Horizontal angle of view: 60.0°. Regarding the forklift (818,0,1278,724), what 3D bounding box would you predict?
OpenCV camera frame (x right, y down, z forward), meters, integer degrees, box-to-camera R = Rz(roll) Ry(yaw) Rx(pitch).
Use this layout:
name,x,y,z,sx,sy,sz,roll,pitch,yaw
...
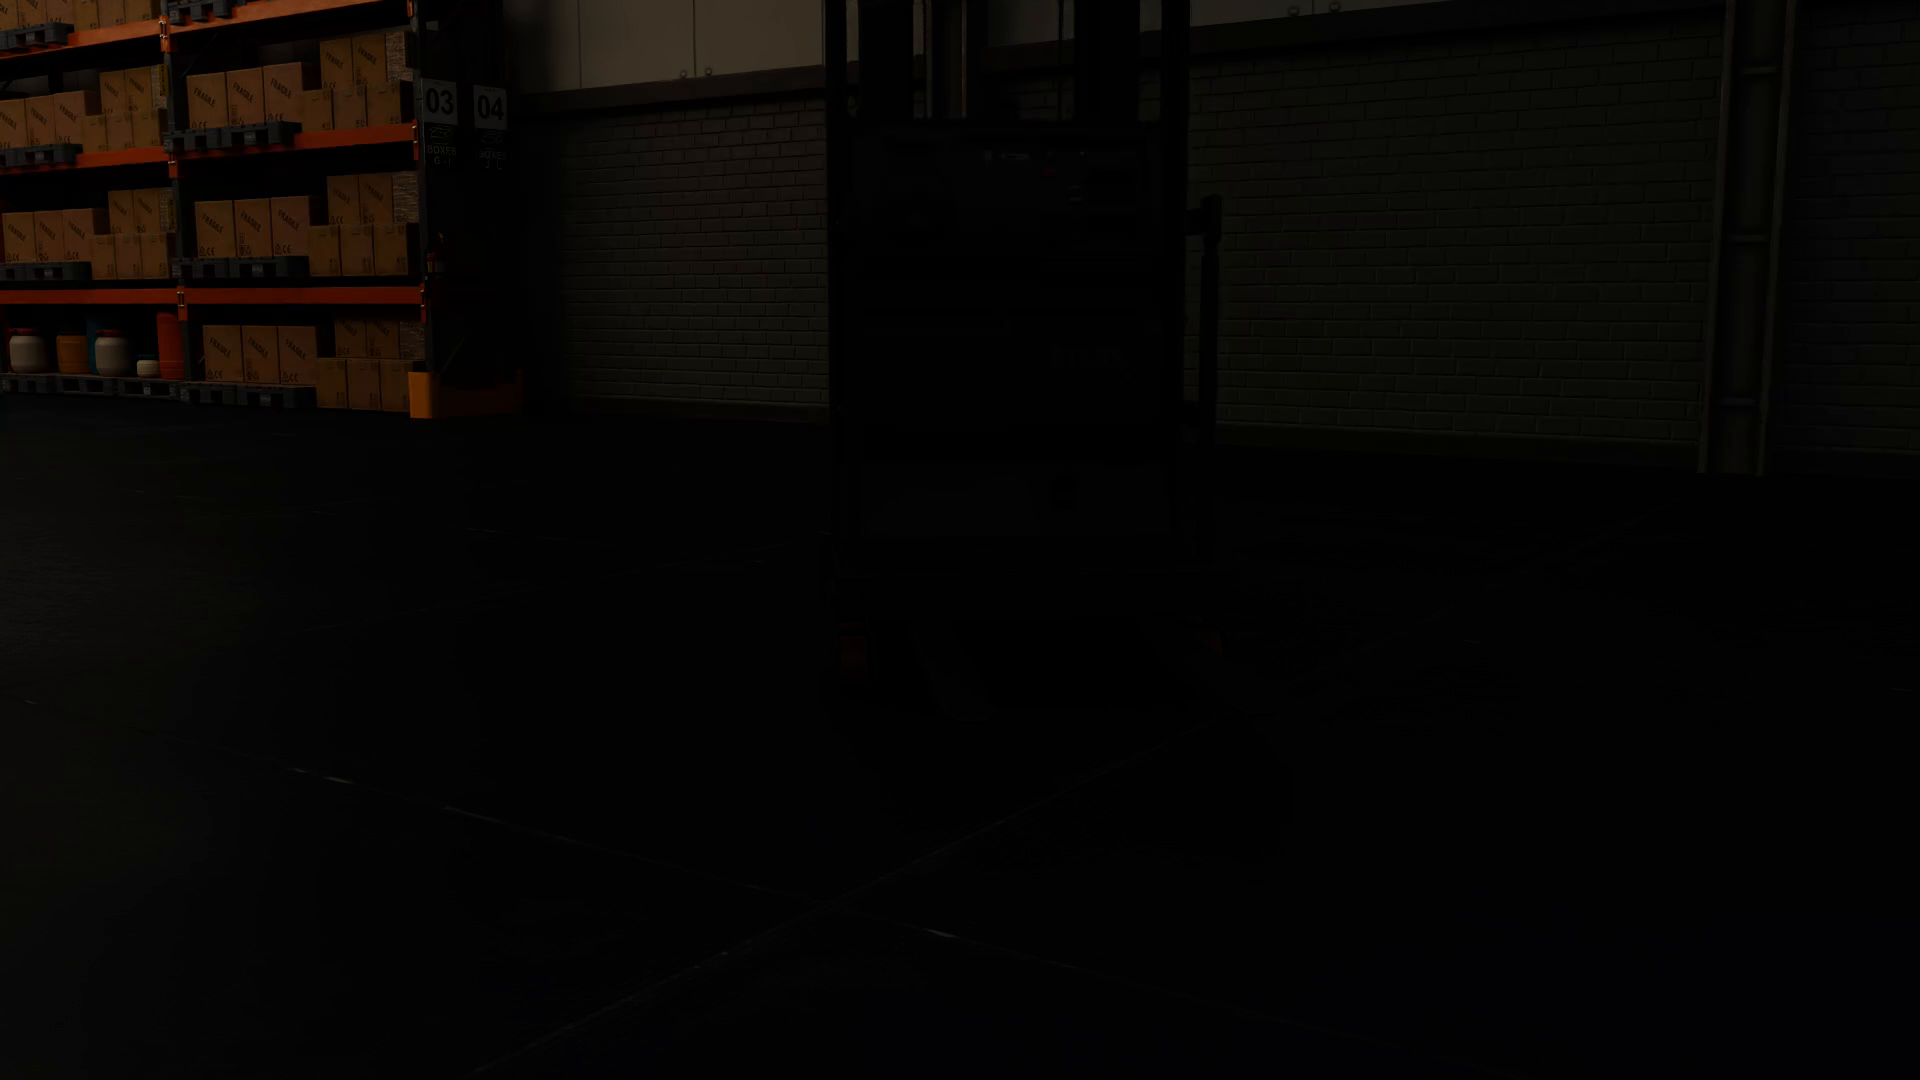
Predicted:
name,x,y,z,sx,sy,sz,roll,pitch,yaw
forklift,0.169,-1.076,4.759,1.130,2.935,3.031,-1,8,-6
